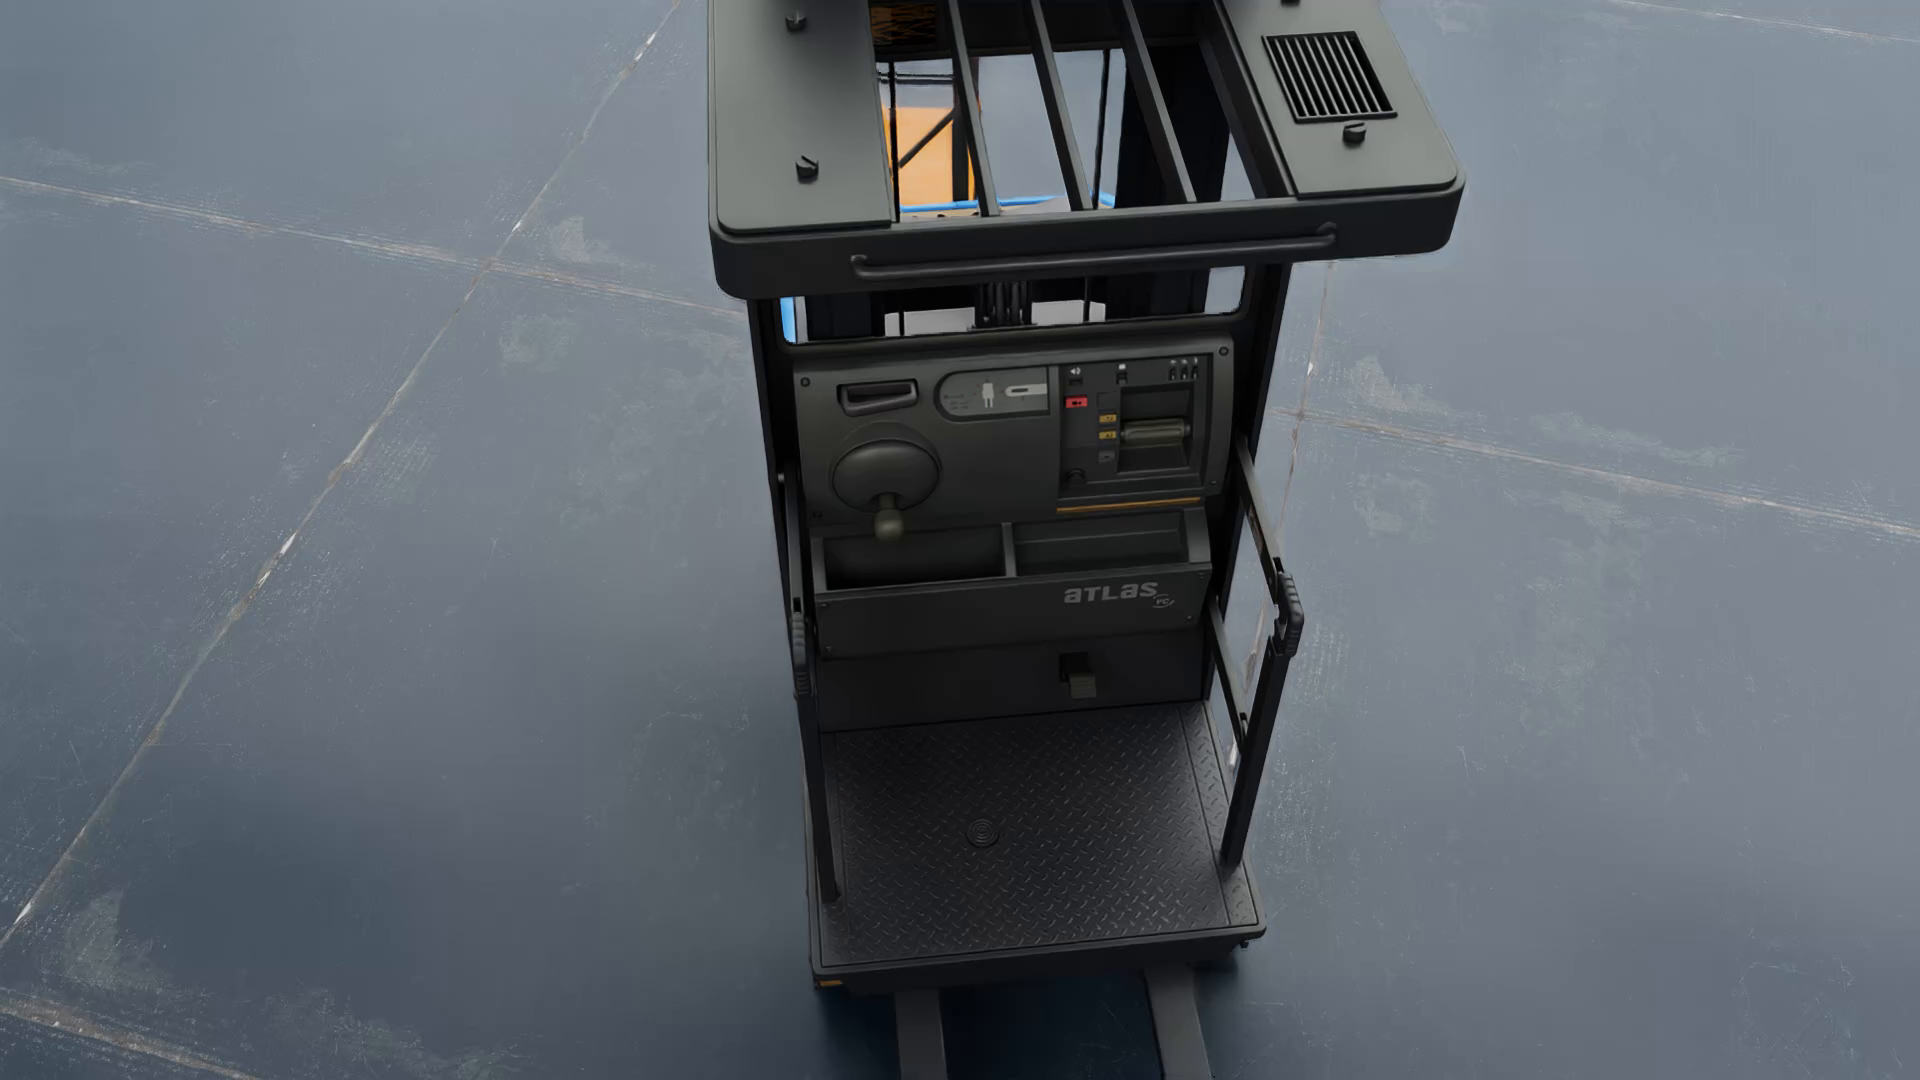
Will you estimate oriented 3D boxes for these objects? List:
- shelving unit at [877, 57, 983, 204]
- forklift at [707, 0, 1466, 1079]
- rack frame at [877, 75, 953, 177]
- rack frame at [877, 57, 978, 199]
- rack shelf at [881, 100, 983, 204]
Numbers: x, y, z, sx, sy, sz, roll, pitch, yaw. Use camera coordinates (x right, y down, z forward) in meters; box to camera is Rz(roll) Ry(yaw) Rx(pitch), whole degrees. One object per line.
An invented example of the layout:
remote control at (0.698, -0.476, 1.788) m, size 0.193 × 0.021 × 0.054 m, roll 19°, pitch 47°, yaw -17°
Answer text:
shelving unit at (-0.208, -1.192, 5.301) m, size 0.587 × 1.500 × 1.083 m, roll 2°, pitch 49°, yaw 1°
forklift at (0.145, -0.117, 3.398) m, size 1.130 × 2.935 × 3.031 m, roll -5°, pitch 49°, yaw -4°
rack frame at (-0.229, -0.818, 4.971) m, size 0.475 × 1.308 × 0.013 m, roll 2°, pitch 49°, yaw 1°
rack frame at (-0.188, -1.579, 5.643) m, size 0.500 × 1.500 × 0.032 m, roll 2°, pitch 49°, yaw 1°
rack shelf at (-0.208, -1.079, 5.442) m, size 0.538 × 0.185 × 1.000 m, roll 2°, pitch 49°, yaw 1°
